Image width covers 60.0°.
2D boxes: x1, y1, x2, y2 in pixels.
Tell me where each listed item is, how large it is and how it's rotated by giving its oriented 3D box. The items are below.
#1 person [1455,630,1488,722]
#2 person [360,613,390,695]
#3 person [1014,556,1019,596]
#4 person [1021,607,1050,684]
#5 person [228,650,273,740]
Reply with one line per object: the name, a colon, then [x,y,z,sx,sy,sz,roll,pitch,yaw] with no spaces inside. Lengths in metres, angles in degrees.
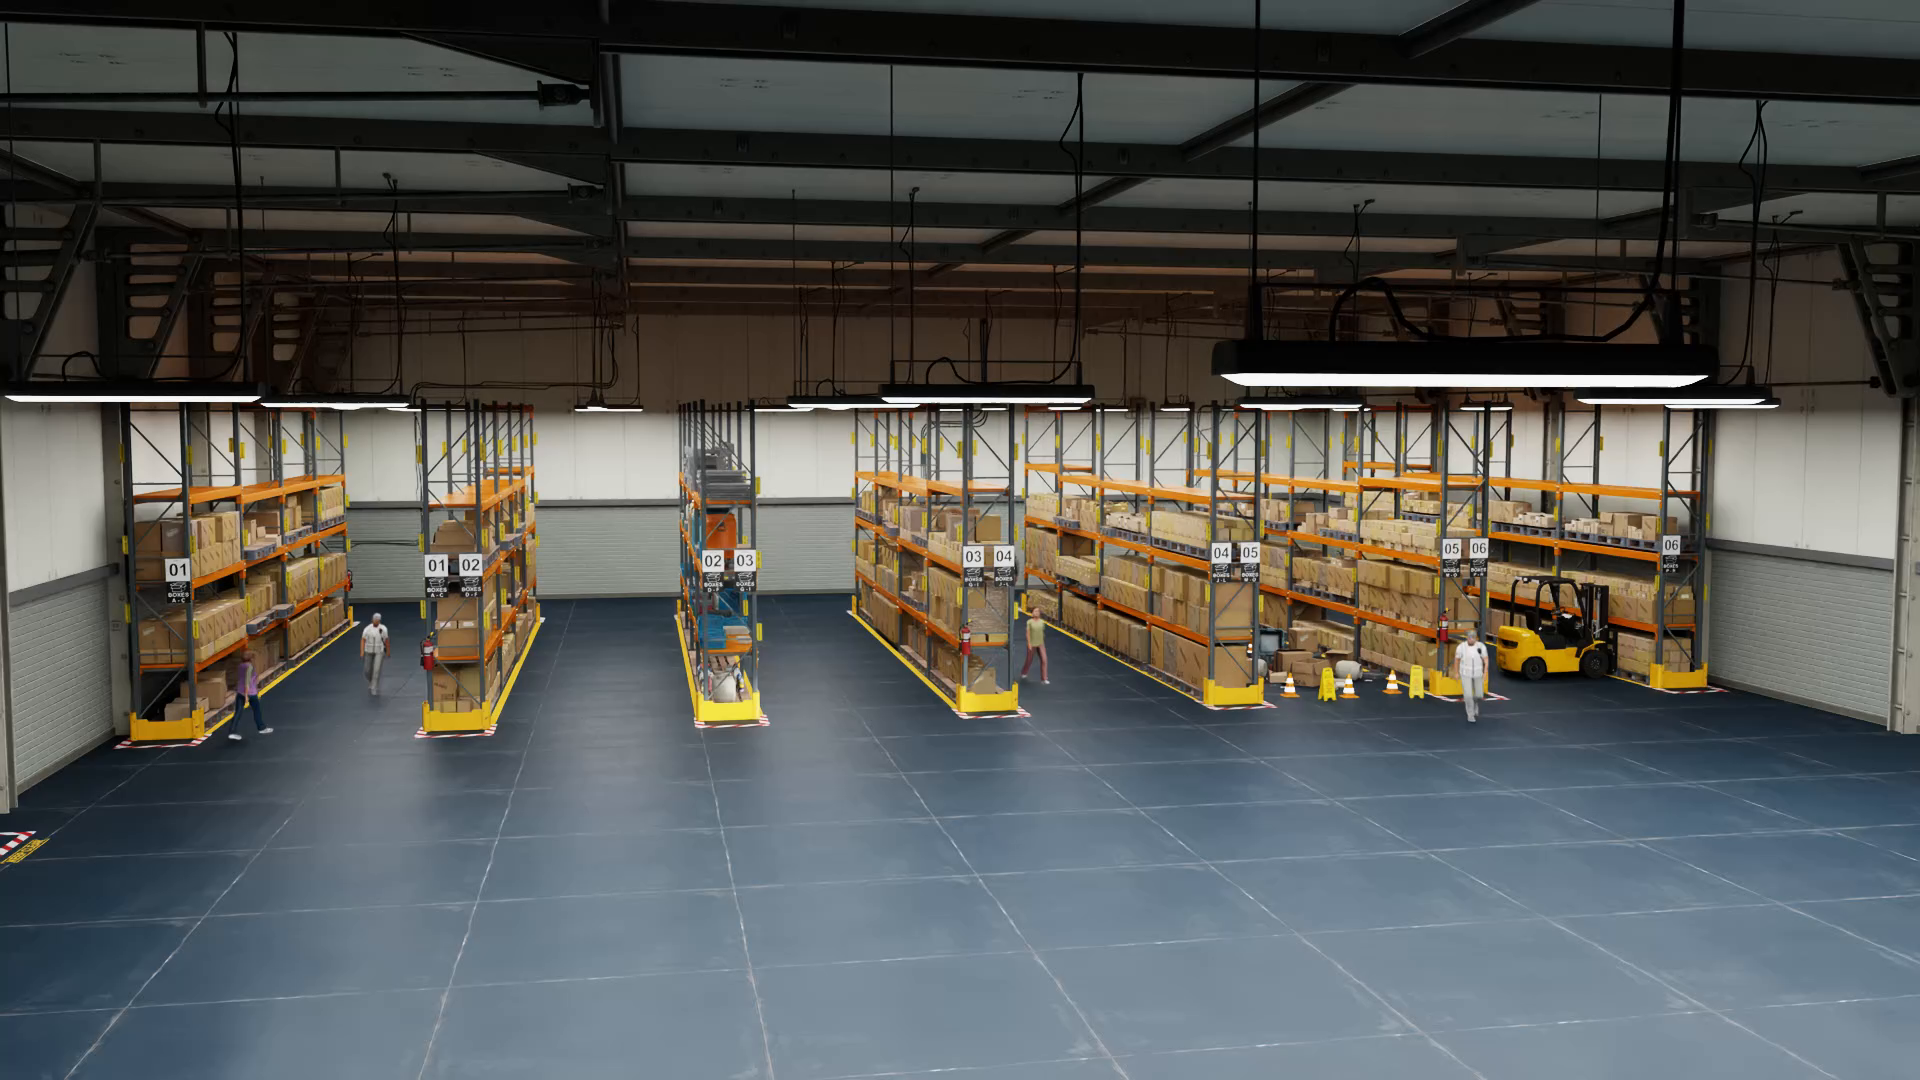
person: [9.593,2.508,31.247,0.596,1.733,0.678,1,4,7]
person: [-12.057,2.334,34.291,0.560,1.655,0.790,-1,4,-15]
person: [1.541,1.079,50.033,0.533,1.708,0.592,3,5,36]
person: [1.622,2.226,35.376,0.461,1.618,1.019,-2,5,-21]
person: [-12.608,2.713,29.371,0.409,1.525,0.973,1,4,15]
